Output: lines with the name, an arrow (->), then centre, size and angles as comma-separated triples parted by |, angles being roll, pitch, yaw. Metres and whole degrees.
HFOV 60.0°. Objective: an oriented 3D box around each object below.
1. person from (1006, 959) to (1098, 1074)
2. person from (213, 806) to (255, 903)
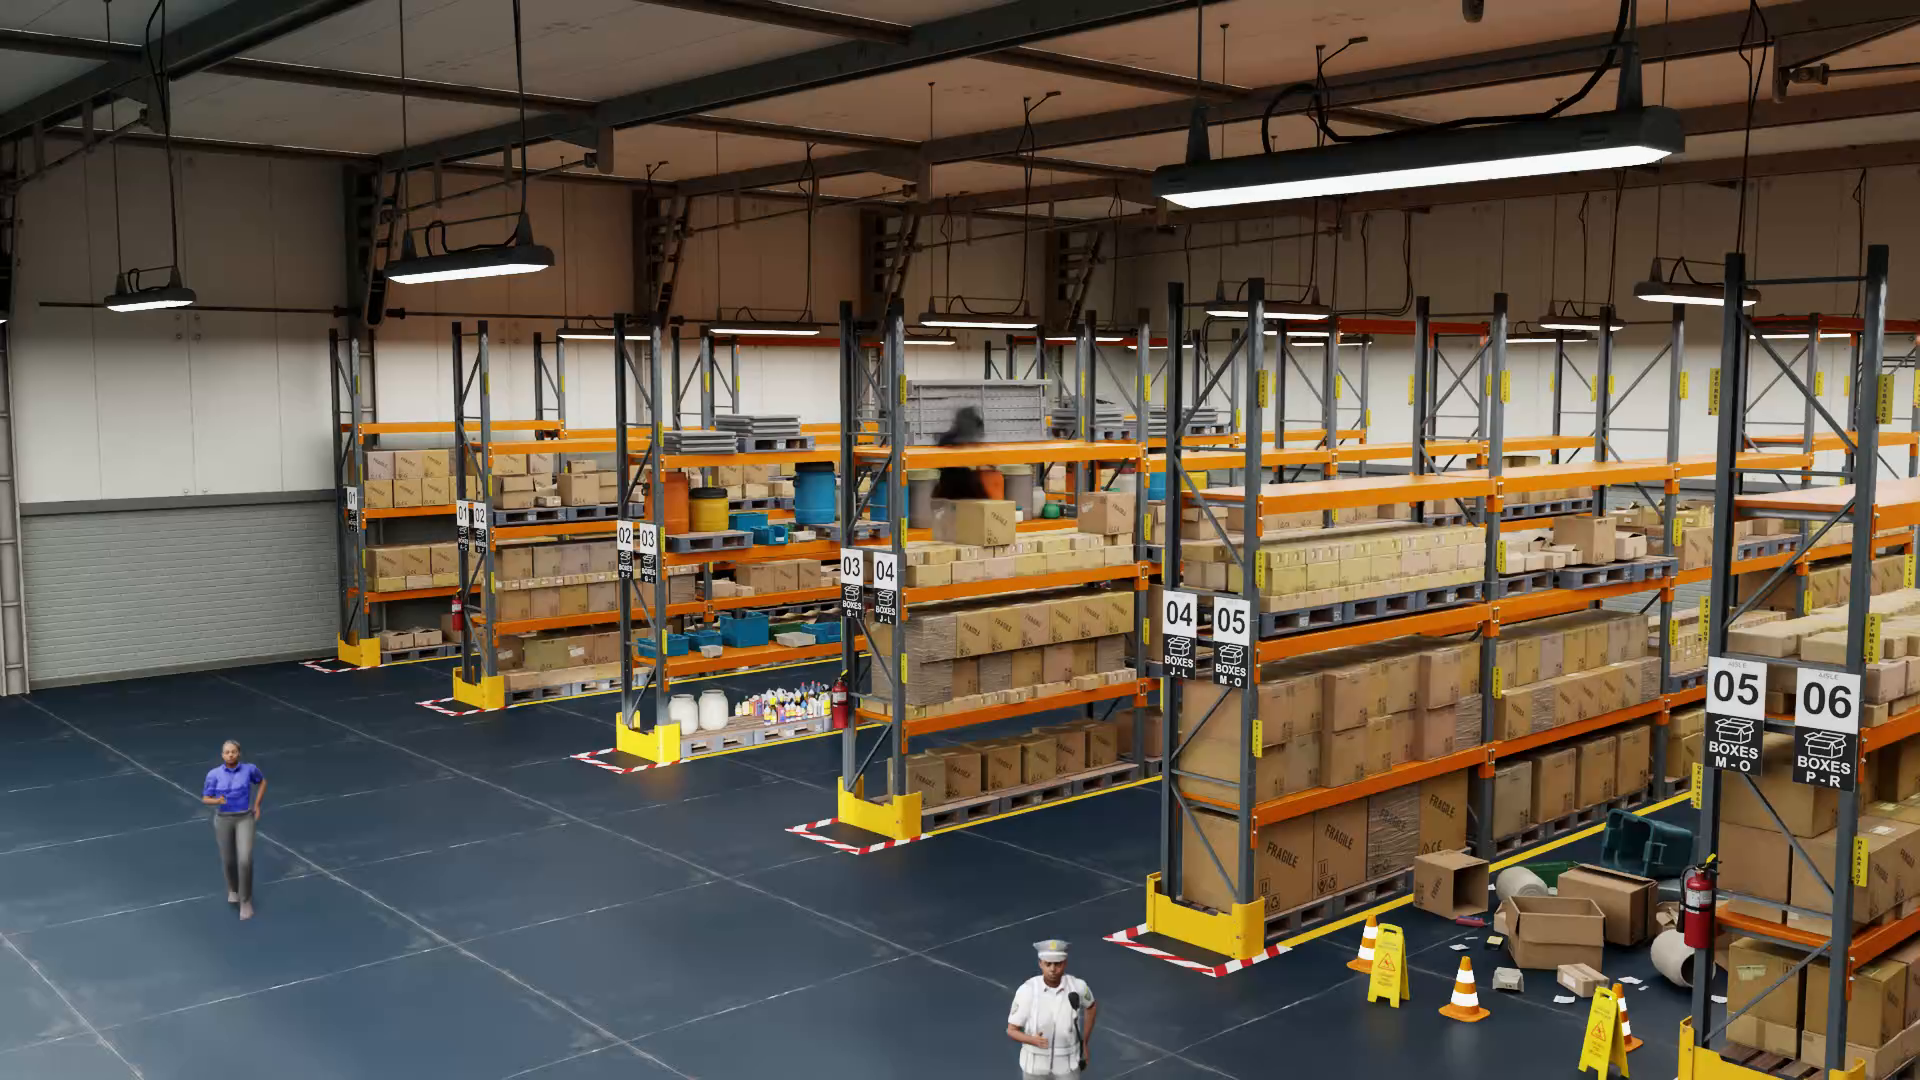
person -> 0.565, 2.920, 10.180 | 0.566, 0.699, 0.575 | 0, 6, 3
person -> -6.986, 2.995, 16.043 | 0.371, 0.914, 0.608 | -2, 6, -19
